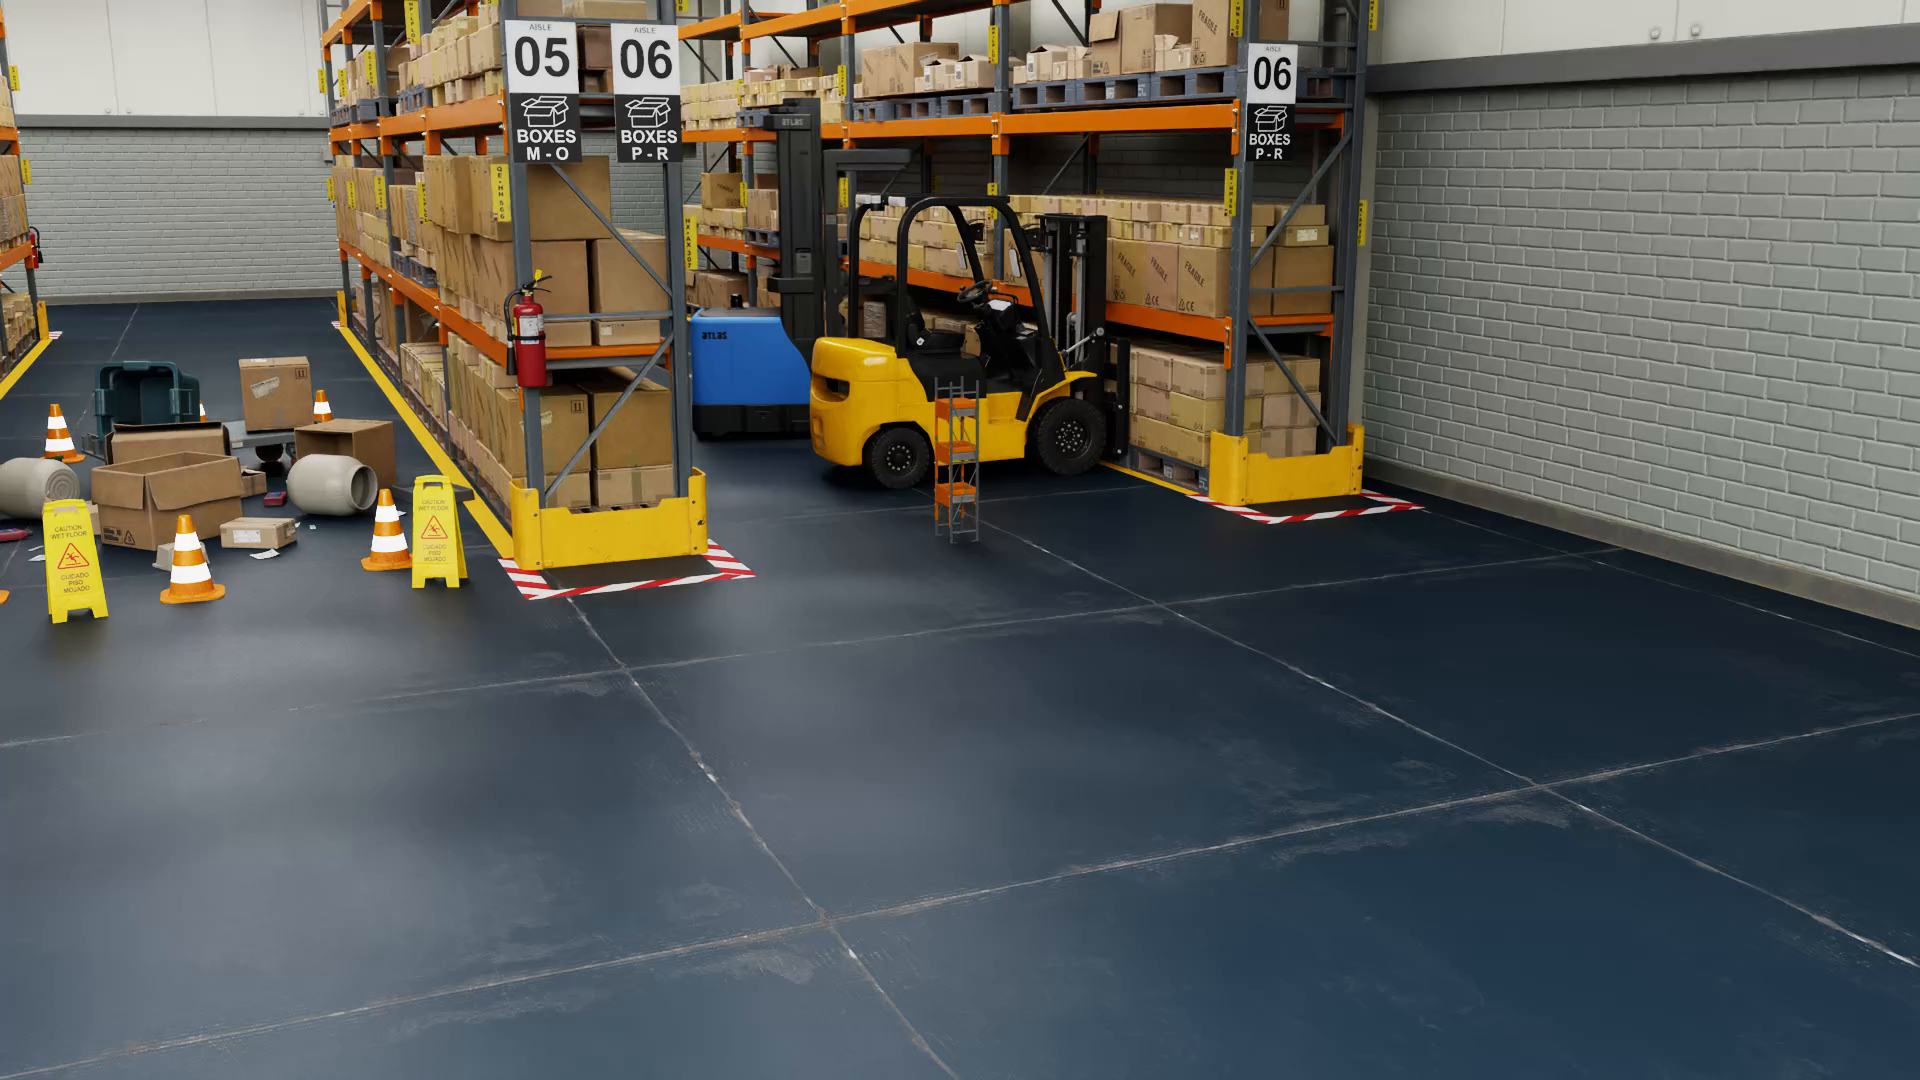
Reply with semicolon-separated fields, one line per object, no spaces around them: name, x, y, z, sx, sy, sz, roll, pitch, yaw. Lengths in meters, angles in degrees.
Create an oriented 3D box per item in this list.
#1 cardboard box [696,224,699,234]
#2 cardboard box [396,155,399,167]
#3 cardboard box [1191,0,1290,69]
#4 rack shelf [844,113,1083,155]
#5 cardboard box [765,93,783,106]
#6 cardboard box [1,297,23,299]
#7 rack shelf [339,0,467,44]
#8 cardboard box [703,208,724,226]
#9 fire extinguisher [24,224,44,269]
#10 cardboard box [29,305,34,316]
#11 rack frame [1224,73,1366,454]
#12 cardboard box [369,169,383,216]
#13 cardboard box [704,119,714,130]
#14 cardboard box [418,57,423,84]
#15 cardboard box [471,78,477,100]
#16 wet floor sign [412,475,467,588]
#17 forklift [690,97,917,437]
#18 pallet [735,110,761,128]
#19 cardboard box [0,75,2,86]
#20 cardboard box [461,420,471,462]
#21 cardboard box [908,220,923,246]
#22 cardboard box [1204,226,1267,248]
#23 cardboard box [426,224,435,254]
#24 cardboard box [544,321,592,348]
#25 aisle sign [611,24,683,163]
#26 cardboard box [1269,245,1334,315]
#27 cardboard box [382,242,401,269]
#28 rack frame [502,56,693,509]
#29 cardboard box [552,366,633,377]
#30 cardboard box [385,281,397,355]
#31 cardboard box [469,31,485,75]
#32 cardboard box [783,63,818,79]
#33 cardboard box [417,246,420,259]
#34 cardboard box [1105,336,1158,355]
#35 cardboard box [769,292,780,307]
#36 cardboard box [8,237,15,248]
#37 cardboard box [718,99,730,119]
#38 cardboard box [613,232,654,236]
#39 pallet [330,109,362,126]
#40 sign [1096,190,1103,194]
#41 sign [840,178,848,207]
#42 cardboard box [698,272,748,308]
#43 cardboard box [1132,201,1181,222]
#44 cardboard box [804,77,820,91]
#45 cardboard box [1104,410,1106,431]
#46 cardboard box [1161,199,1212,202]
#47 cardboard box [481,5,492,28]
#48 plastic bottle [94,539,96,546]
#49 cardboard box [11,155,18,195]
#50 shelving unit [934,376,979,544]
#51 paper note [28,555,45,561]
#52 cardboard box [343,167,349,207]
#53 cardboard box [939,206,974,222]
cardboard box;-3.807;-4.727;25.200;0.380;0.149;0.250;-5;14;-21
cardboard box;-6.964;-4.816;21.149;0.380;0.149;0.250;-5;14;-22
cardboard box;1.995;-3.627;11.861;0.500;0.500;0.500;-5;14;-21
rack shelf;-0.008;-4.145;17.068;1.077;0.370;4.000;-6;14;-23
cardboard box;-2.245;-5.557;20.980;0.380;0.149;0.250;-6;14;-24
cardboard box;-12.298;-3.043;21.438;0.380;0.149;0.250;-6;14;-25
rack shelf;-6.157;-5.788;18.405;1.077;0.370;4.000;-6;14;-23
cardboard box;-3.446;-4.741;24.376;0.500;0.250;0.500;-6;14;-24
fire extinguisher;-12.734;-4.057;22.745;0.296;0.674;0.183;-6;14;-23
cardboard box;-12.583;-3.060;22.170;0.380;0.149;0.250;-6;14;-24
rack frame;2.395;-1.794;11.969;1.000;3.000;0.127;-6;14;-23
cardboard box;-6.209;-3.825;18.306;0.500;0.500;0.500;-6;14;-23
cardboard box;-3.470;-5.975;23.940;0.380;0.149;0.250;-5;14;-22
cardboard box;-4.318;-3.977;14.149;0.500;0.250;0.500;-5;14;-22
cardboard box;-3.038;-2.999;11.082;0.380;0.149;0.250;-6;14;-25
wet floor sign;-3.056;-0.062;9.707;0.267;0.644;0.232;-1;13;-4
forklift;-0.896;-2.452;14.963;3.031;2.935;1.130;-1;13;-4
pallet;-2.215;-5.502;21.755;1.213;0.211;1.003;-6;14;-23
cardboard box;-12.336;-5.809;21.004;0.380;0.149;0.250;-5;14;-22
cardboard box;-3.540;-0.781;12.758;0.500;0.250;0.500;-5;14;-20
cardboard box;-0.235;-3.187;17.212;0.500;0.250;0.500;-5;14;-22
cardboard box;2.000;-2.205;12.085;0.380;0.149;0.250;-5;14;-22
cardboard box;-4.149;-2.644;13.830;0.500;0.500;0.500;-6;14;-24
cardboard box;-2.497;-1.281;10.307;0.380;0.149;0.250;-5;14;-21
aisle sign;-1.842;-2.627;9.801;0.394;0.787;0.004;-6;14;-23
cardboard box;2.451;-1.970;12.508;0.500;0.500;0.500;-5;14;-21
cardboard box;-5.796;-3.006;17.537;0.500;0.250;0.500;-6;14;-25
rack frame;-2.151;-1.345;10.029;1.000;3.000;0.127;-6;14;-23
cardboard box;-2.638;-0.984;11.972;0.500;0.500;0.500;-5;14;-22
cardboard box;-6.268;-2.687;19.607;0.875;0.875;0.875;-5;14;-21
cardboard box;-2.791;-3.065;10.480;0.500;0.250;0.500;-6;14;-24
cardboard box;-2.090;-6.104;21.763;0.396;0.266;0.258;-6;14;-23
cardboard box;-4.793;-2.658;15.327;0.380;0.149;0.250;-5;14;-21
cardboard box;1.308;-1.527;13.764;0.500;0.250;0.500;-6;14;-24
cardboard box;-2.202;-3.031;21.925;0.500;0.500;0.500;-6;14;-24
cardboard box;-12.284;-3.805;21.217;0.380;0.149;0.250;-6;14;-25
cardboard box;-3.052;-5.990;23.119;0.500;0.250;0.500;-6;14;-25
cardboard box;-2.297;-1.768;10.976;0.500;0.500;0.500;-5;14;-21
pallet;-8.254;-5.916;23.325;1.003;0.211;1.213;-6;14;-23
sign;1.301;-3.131;15.651;0.100;0.325;0.005;-6;14;-23
sign;-1.303;-3.921;18.769;0.100;0.325;0.005;-6;14;-23
cardboard box;-3.549;-3.771;25.125;0.700;0.500;0.500;-5;14;-21
cardboard box;1.564;-2.560;12.960;0.380;0.149;0.250;-5;14;-22
cardboard box;-1.635;-5.435;19.836;0.380;0.149;0.250;-6;14;-24
cardboard box;1.306;-1.041;13.881;0.500;0.250;0.500;-5;14;-21
cardboard box;1.863;-2.715;13.626;0.380;0.149;0.250;-6;14;-23
cardboard box;-2.744;-3.223;10.281;0.380;0.149;0.250;-6;14;-24
plastic bottle;-5.675;0.008;10.702;0.133;0.061;0.283;-12;18;-42
cardboard box;-12.441;-4.687;21.368;0.500;0.500;0.500;-6;14;-25
shelving unit;-0.021;-0.523;10.799;0.215;1.050;0.252;-6;14;-23
paper note;-5.702;0.102;10.367;0.144;0.017;0.142;-1;13;-4
cardboard box;-7.809;-4.642;21.837;0.500;0.500;0.500;-5;14;-22
cardboard box;0.009;-3.245;16.577;0.380;0.149;0.250;-6;14;-24
